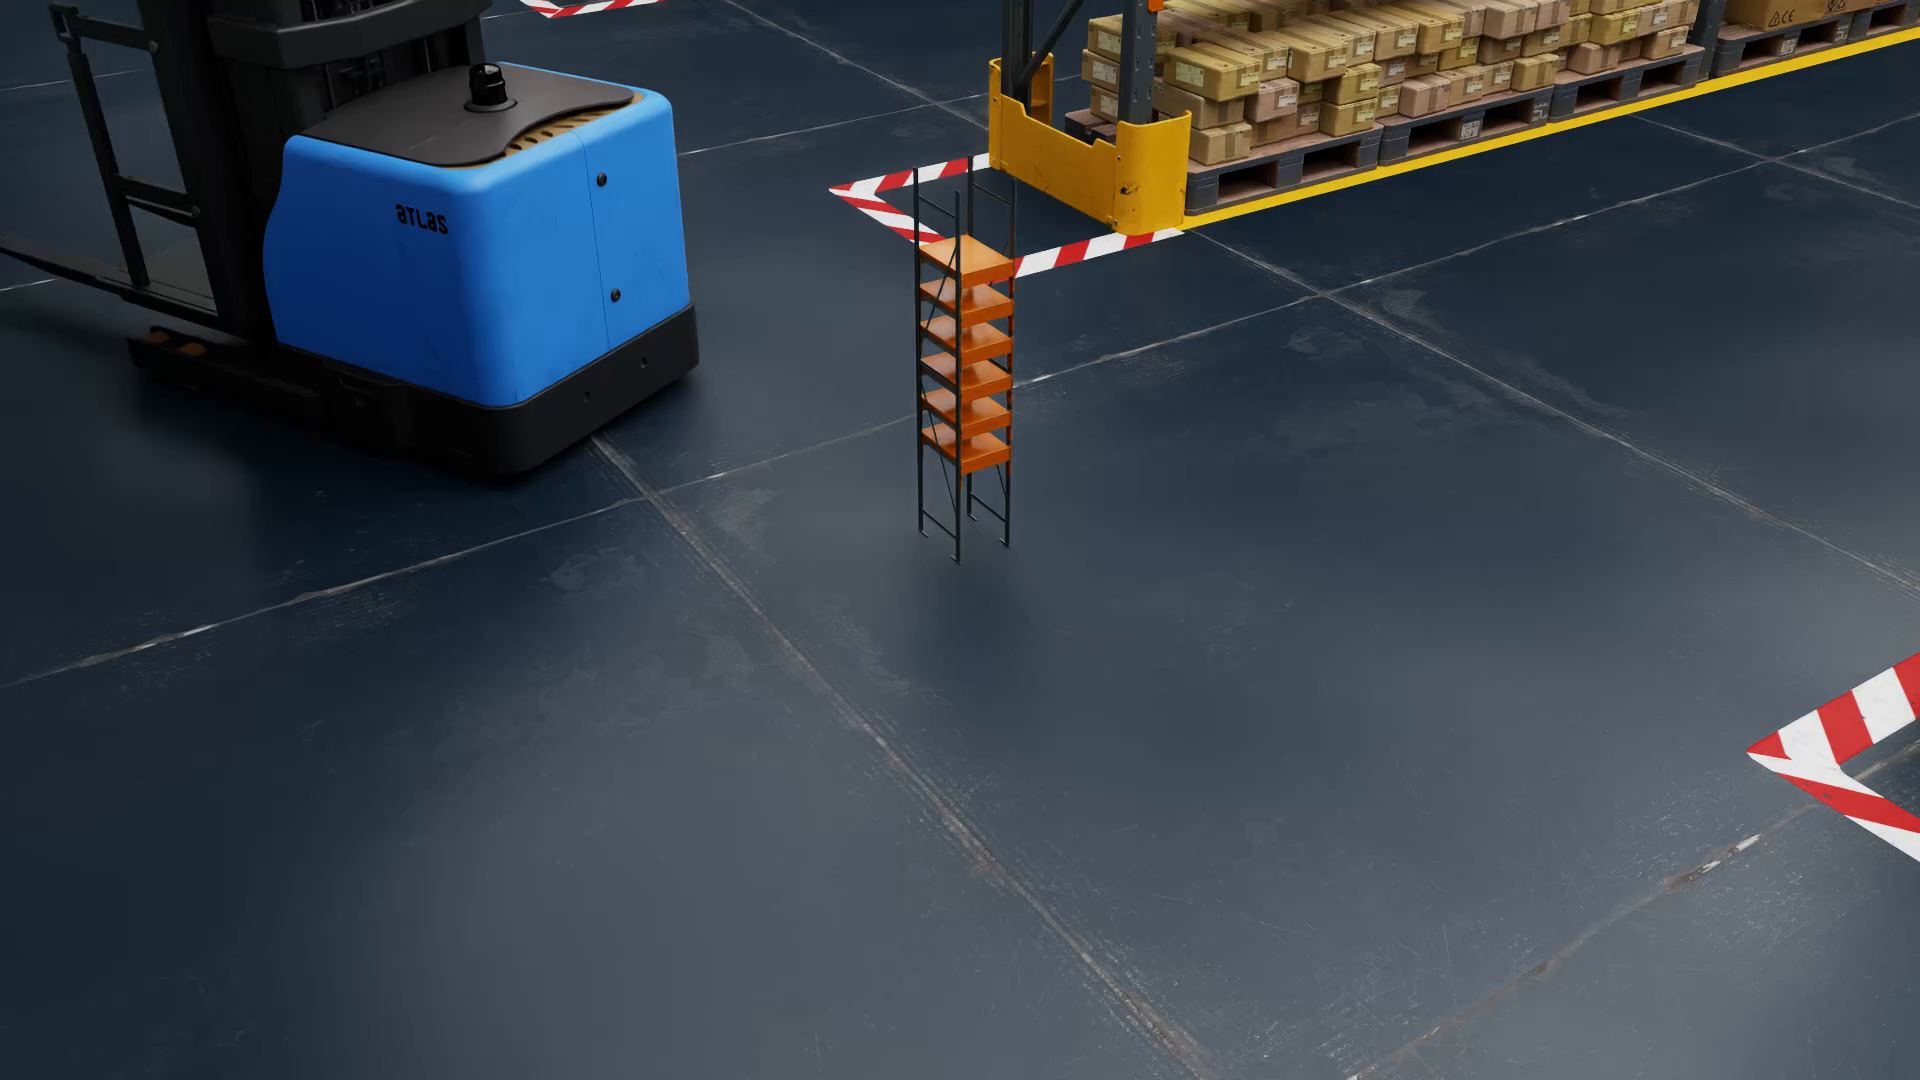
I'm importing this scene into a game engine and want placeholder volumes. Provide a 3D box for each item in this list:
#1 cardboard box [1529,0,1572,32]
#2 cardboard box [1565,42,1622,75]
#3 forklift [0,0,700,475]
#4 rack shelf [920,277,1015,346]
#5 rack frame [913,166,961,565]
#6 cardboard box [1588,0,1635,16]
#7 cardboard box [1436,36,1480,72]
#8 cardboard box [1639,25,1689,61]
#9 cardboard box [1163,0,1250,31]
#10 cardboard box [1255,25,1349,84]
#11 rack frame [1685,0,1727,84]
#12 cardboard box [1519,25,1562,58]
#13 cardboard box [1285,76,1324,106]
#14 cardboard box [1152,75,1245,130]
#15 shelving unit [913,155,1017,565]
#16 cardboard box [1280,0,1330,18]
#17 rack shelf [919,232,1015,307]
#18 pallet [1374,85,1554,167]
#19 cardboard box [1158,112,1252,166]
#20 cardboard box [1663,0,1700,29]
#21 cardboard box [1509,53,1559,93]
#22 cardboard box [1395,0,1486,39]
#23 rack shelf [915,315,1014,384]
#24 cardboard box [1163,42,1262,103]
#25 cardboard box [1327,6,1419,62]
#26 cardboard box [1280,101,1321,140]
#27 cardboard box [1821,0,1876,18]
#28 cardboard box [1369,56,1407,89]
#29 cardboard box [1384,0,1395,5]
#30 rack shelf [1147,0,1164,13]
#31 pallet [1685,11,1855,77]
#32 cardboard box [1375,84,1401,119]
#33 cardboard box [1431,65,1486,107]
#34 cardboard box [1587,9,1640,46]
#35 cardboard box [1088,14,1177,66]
[{"bbox_3d":[2.881,-2.729,8.485,0.250,0.149,0.380,-21,38,-30],"label":"cardboard box"},{"bbox_3d":[3.279,-2.614,8.861,0.250,0.149,0.380,-20,38,-29],"label":"cardboard box"},{"bbox_3d":[-2.499,-2.021,5.707,3.031,2.935,1.130,17,36,25],"label":"forklift"},{"bbox_3d":[0.012,-0.677,4.832,0.180,0.103,0.258,-19,37,-27],"label":"rack shelf"},{"bbox_3d":[-0.065,-0.485,4.895,0.006,1.200,0.240,-19,37,-27],"label":"rack frame"},{"bbox_3d":[3.318,-2.888,8.738,0.250,0.149,0.380,-19,37,-28],"label":"cardboard box"},{"bbox_3d":[2.395,-2.509,8.415,0.250,0.149,0.380,-17,36,-25],"label":"cardboard box"},{"bbox_3d":[3.730,-2.757,9.088,0.250,0.149,0.380,-18,37,-27],"label":"cardboard box"},{"bbox_3d":[1.212,-2.564,8.224,0.250,0.149,0.380,-20,37,-28],"label":"cardboard box"},{"bbox_3d":[1.585,-2.267,7.753,0.250,0.149,0.380,-19,37,-27],"label":"cardboard box"},{"bbox_3d":[3.875,-4.051,8.861,0.127,3.000,1.000,-19,37,-27],"label":"rack frame"},{"bbox_3d":[2.879,-2.635,8.616,0.250,0.149,0.380,-18,36,-26],"label":"cardboard box"},{"bbox_3d":[1.511,-2.193,7.915,0.250,0.149,0.380,-18,37,-27],"label":"cardboard box"},{"bbox_3d":[1.093,-2.029,7.655,0.250,0.149,0.380,-17,36,-25],"label":"cardboard box"},{"bbox_3d":[0.012,-0.512,4.937,0.189,1.200,0.258,-19,37,-27],"label":"shelving unit"},{"bbox_3d":[1.659,-2.713,8.460,0.250,0.149,0.380,-18,36,-26],"label":"cardboard box"},{"bbox_3d":[0.012,-0.779,4.768,0.180,0.103,0.258,-19,37,-27],"label":"rack shelf"},{"bbox_3d":[2.303,-2.307,8.709,1.213,0.211,1.003,-19,37,-27],"label":"pallet"},{"bbox_3d":[1.127,-1.875,7.689,0.250,0.149,0.380,-18,37,-26],"label":"cardboard box"},{"bbox_3d":[3.783,-2.915,9.060,0.250,0.149,0.380,-18,37,-26],"label":"cardboard box"},{"bbox_3d":[2.860,-2.458,8.613,0.250,0.149,0.380,-19,37,-27],"label":"cardboard box"},{"bbox_3d":[2.392,-2.623,8.317,0.250,0.149,0.380,-19,37,-27],"label":"cardboard box"},{"bbox_3d":[0.012,-0.576,4.896,0.180,0.103,0.258,-19,37,-27],"label":"rack shelf"},{"bbox_3d":[1.138,-2.118,7.516,0.250,0.149,0.380,-21,38,-29],"label":"cardboard box"},{"bbox_3d":[1.987,-2.451,8.045,0.250,0.149,0.380,-17,36,-25],"label":"cardboard box"},{"bbox_3d":[1.508,-2.062,7.986,0.250,0.149,0.380,-19,37,-27],"label":"cardboard box"},{"bbox_3d":[5.084,-3.420,9.810,0.500,0.500,0.500,-17,36,-25],"label":"cardboard box"},{"bbox_3d":[1.957,-2.338,8.145,0.250,0.149,0.380,-21,38,-29],"label":"cardboard box"},{"bbox_3d":[2.146,-2.828,8.642,0.250,0.149,0.380,-19,37,-27],"label":"cardboard box"},{"bbox_3d":[2.194,-3.169,8.136,4.000,0.370,1.077,-19,37,-27],"label":"rack shelf"},{"bbox_3d":[4.529,-3.098,9.963,1.213,0.211,1.003,-19,37,-27],"label":"pallet"},{"bbox_3d":[1.945,-2.203,8.210,0.250,0.149,0.380,-19,37,-27],"label":"cardboard box"},{"bbox_3d":[2.420,-2.328,8.407,0.250,0.149,0.380,-19,37,-27],"label":"cardboard box"},{"bbox_3d":[3.346,-2.746,8.792,0.250,0.149,0.380,-20,38,-29],"label":"cardboard box"},{"bbox_3d":[0.821,-2.385,7.941,0.250,0.149,0.380,-19,37,-27],"label":"cardboard box"}]
